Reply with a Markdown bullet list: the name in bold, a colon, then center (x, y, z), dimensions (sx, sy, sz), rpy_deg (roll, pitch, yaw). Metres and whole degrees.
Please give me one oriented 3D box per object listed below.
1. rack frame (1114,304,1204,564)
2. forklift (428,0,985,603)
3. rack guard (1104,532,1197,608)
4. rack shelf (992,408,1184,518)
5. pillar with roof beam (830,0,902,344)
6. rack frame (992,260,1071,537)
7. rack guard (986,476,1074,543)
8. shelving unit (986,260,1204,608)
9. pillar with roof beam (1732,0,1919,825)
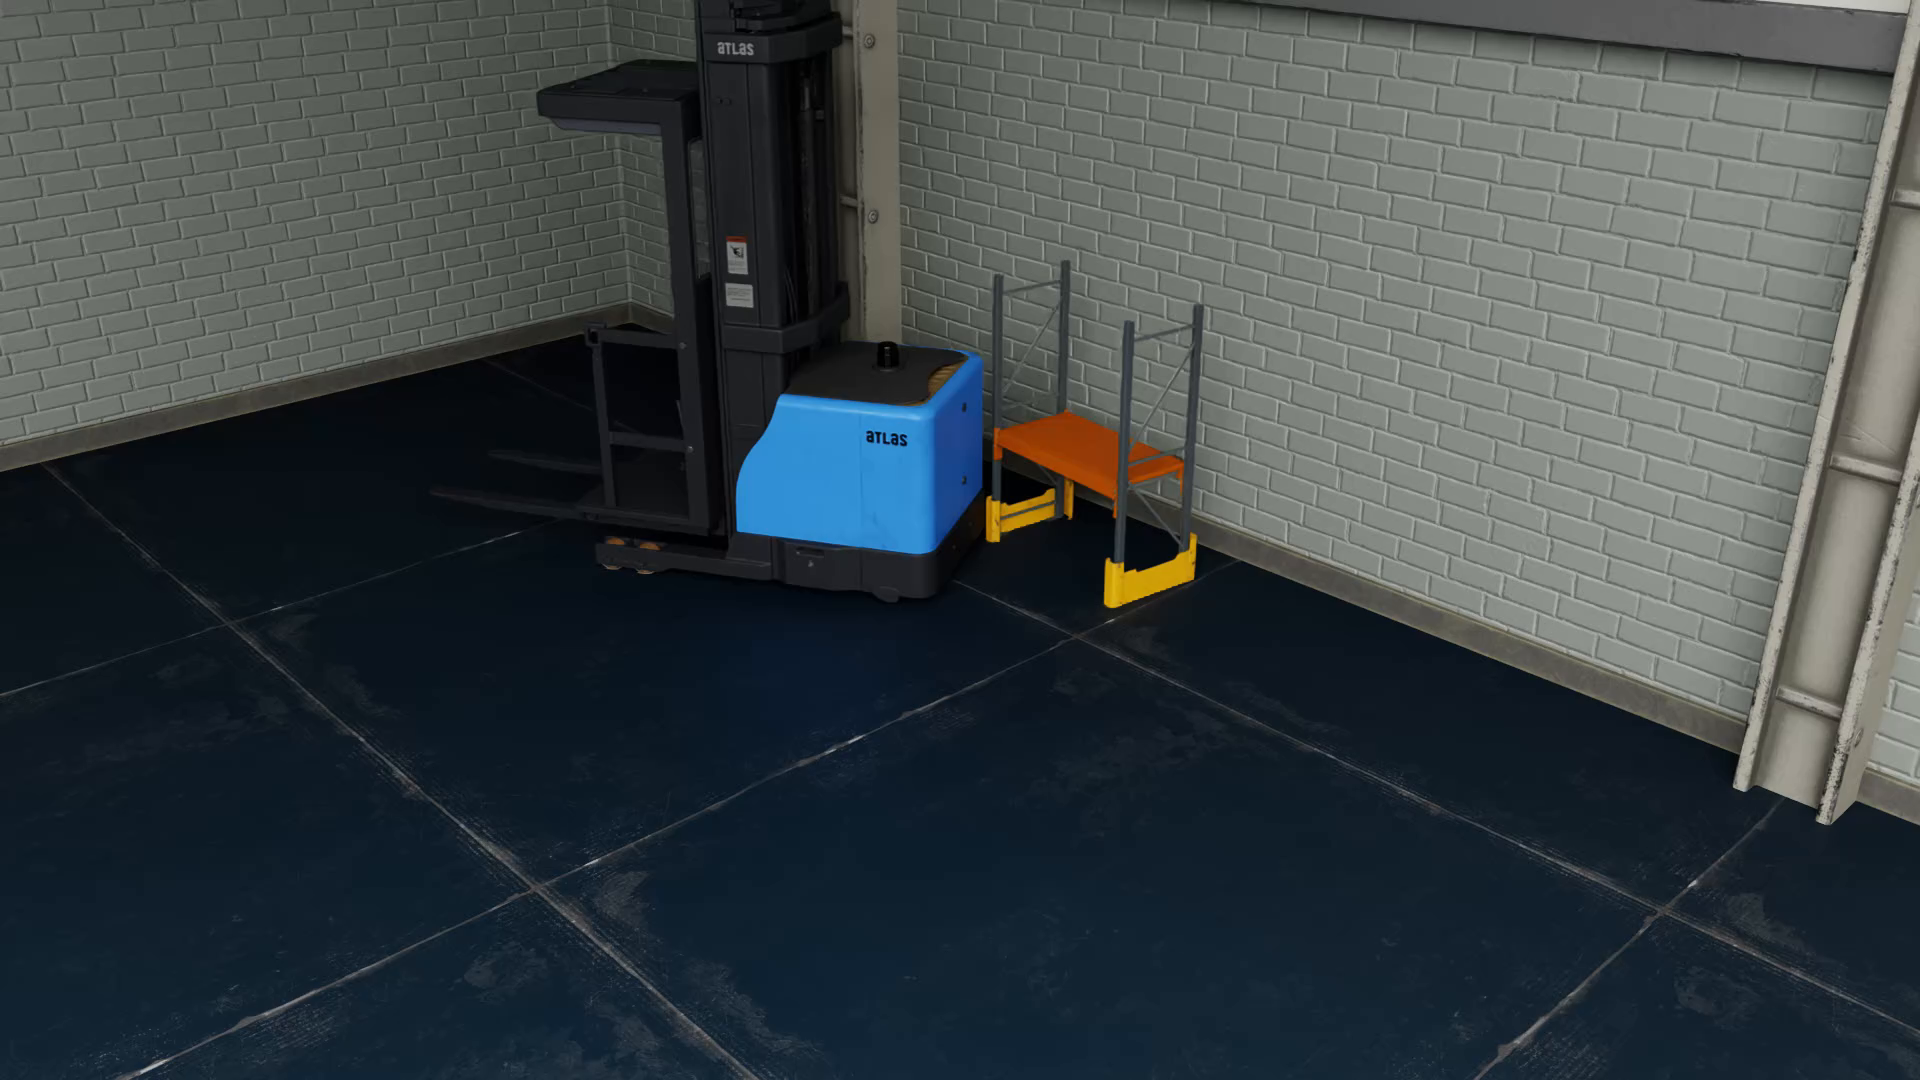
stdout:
- **rack frame**: center (0.990, -0.416, 8.355), dimensions (0.500, 1.500, 0.032), rpy_deg (-17, 30, -33)
- **forklift**: center (-1.437, -1.351, 8.679), dimensions (3.031, 2.935, 1.130), rpy_deg (7, 25, 15)
- **rack guard**: center (0.989, 0.152, 8.615), dimensions (0.587, 0.250, 0.087), rpy_deg (-17, 30, -33)
- **rack shelf**: center (0.687, -0.422, 8.801), dimensions (0.538, 0.185, 1.000), rpy_deg (-17, 30, -33)
- **pillar with roof beam**: center (-3.756, -3.639, 6.385), dimensions (9.100, 9.000, 0.400), rpy_deg (-21, 32, -38)
- **rack frame**: center (0.383, -0.755, 9.097), dimensions (0.500, 1.500, 0.032), rpy_deg (-17, 30, -33)
- **rack guard**: center (0.395, -0.180, 9.342), dimensions (0.587, 0.250, 0.087), rpy_deg (-17, 30, -33)
- **shelving unit**: center (0.692, -0.582, 8.719), dimensions (0.587, 1.500, 1.083), rpy_deg (-17, 30, -33)
- **pillar with roof beam**: center (0.345, -1.821, 2.400), dimensions (9.100, 9.000, 0.400), rpy_deg (-21, 32, -38)
